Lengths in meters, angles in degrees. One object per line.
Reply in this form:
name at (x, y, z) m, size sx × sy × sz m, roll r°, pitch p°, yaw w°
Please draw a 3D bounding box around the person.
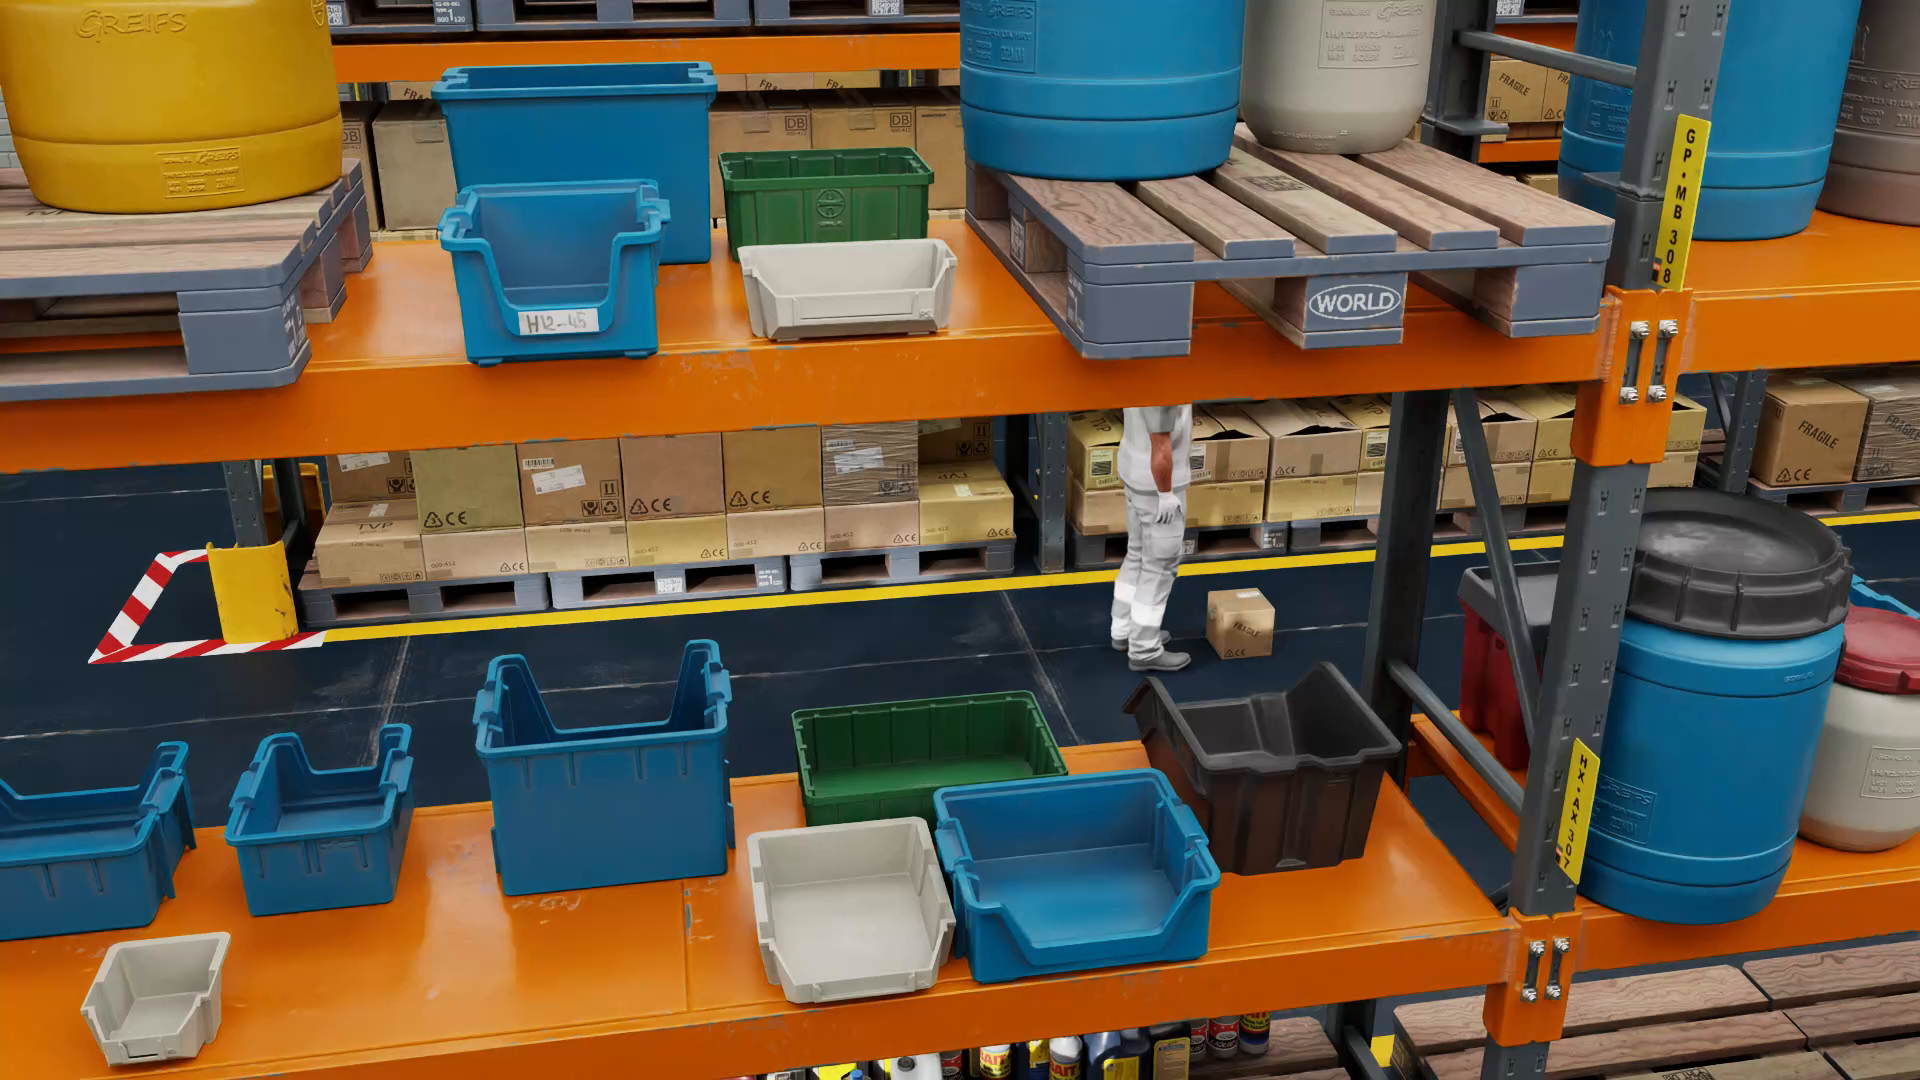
person at (0.901, -0.268, 7.694) m, size 0.353 × 1.787 × 0.524 m, roll -4°, pitch 23°, yaw -9°
